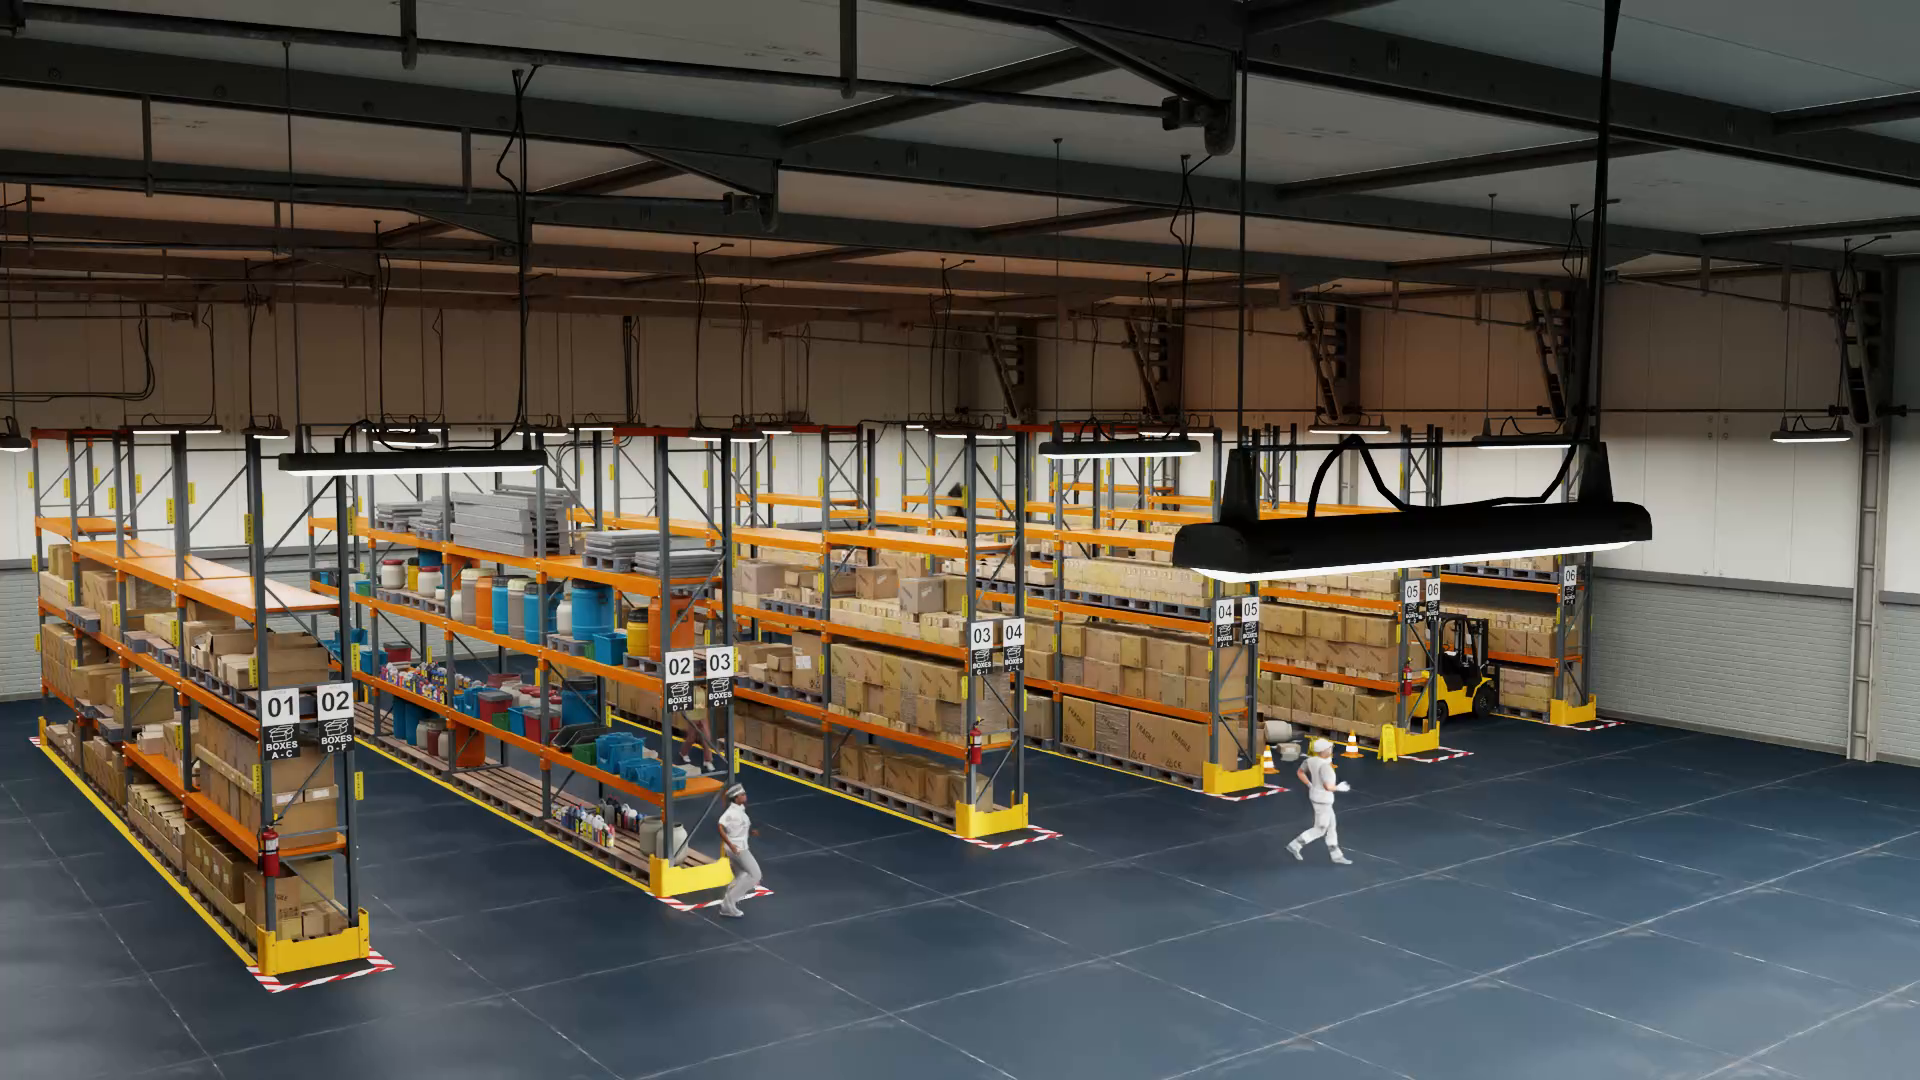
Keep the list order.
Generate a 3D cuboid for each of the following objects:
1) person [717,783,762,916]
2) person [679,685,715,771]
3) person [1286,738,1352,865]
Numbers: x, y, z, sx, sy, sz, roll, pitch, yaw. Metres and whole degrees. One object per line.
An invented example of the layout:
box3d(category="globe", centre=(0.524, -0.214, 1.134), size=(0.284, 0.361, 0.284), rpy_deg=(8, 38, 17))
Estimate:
box3d(category="person", centre=(-2.761, 3.866, 20.806), size=(0.552, 1.658, 0.570), rpy_deg=(-1, 5, -9))
box3d(category="person", centre=(-4.667, 3.182, 29.338), size=(0.564, 1.688, 0.927), rpy_deg=(-4, 6, -44))
box3d(category="person", centre=(4.973, 3.627, 22.961), size=(0.985, 1.793, 0.655), rpy_deg=(-1, 5, -7))
